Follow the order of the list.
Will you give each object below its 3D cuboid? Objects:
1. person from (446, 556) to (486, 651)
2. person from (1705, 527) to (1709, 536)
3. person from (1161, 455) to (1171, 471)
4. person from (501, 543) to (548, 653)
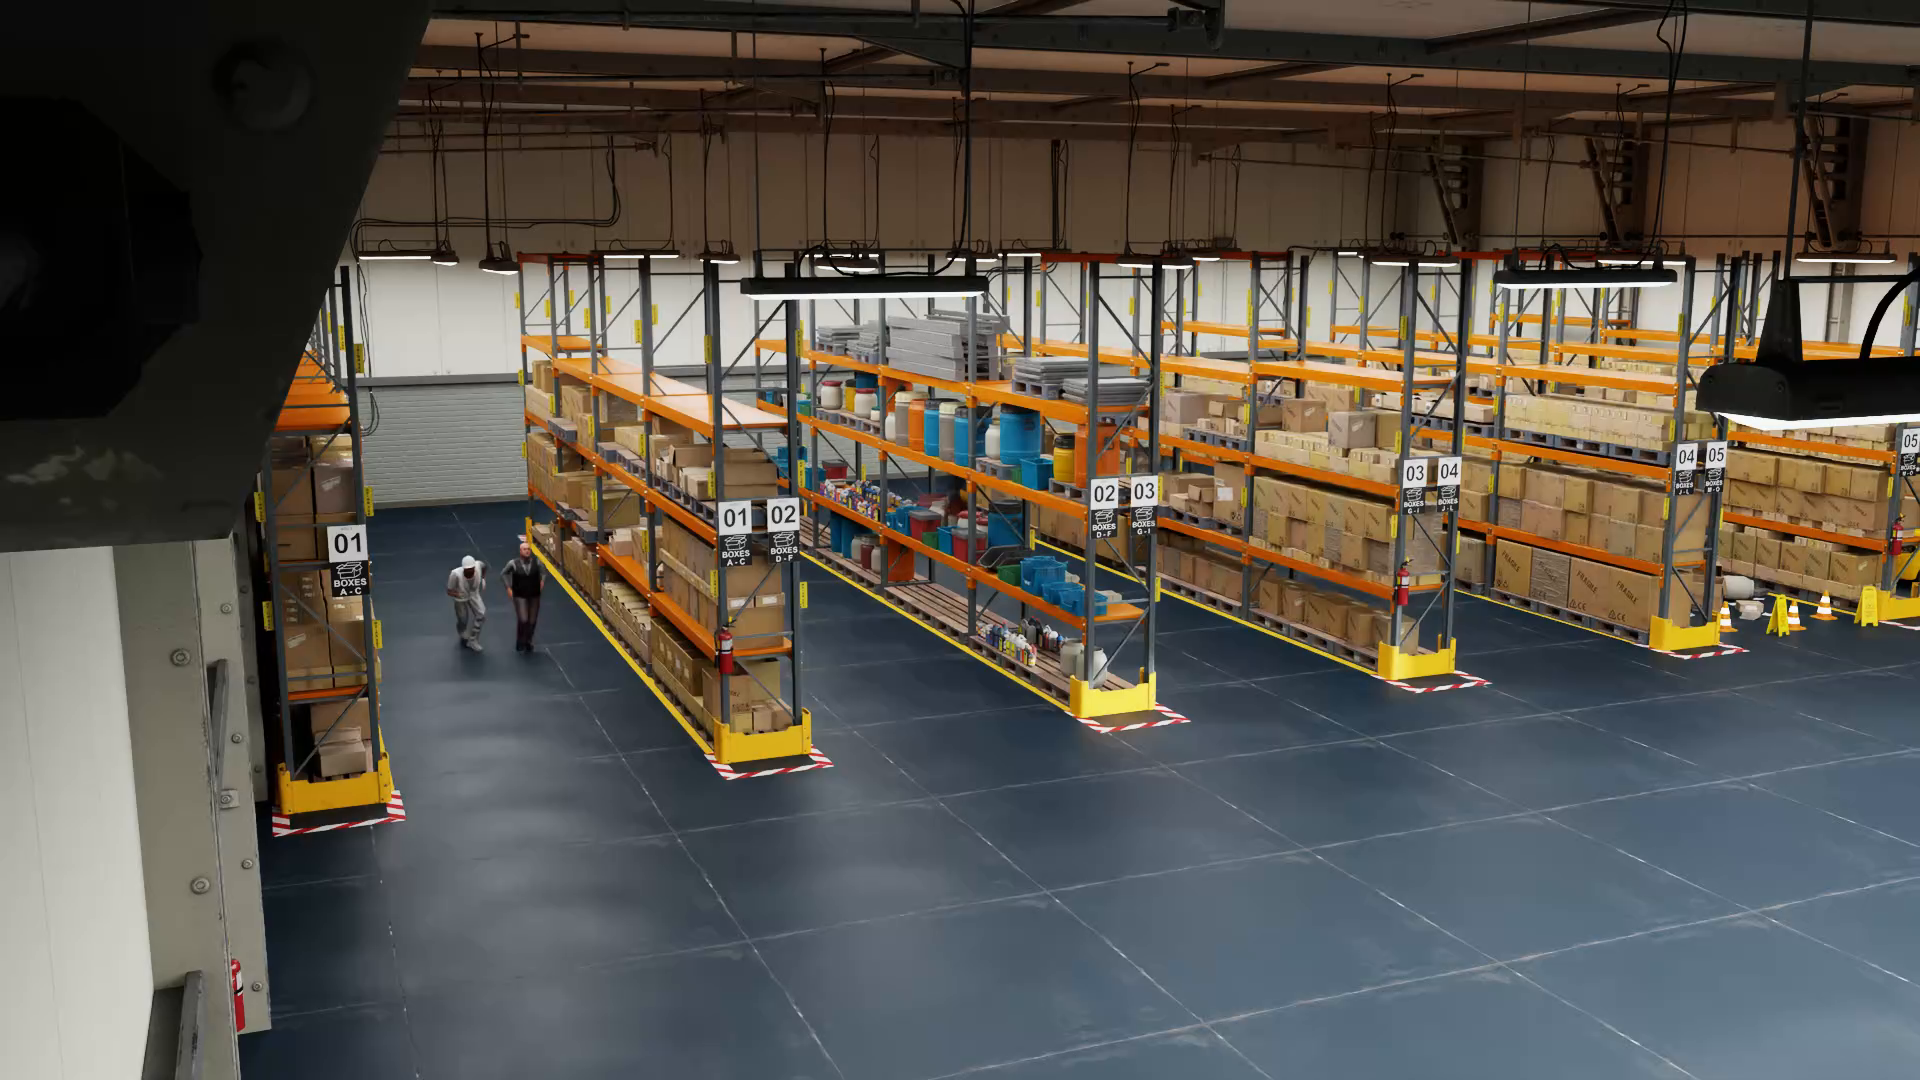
[{"bbox_3d":[-7.660,0.922,25.754,0.708,1.526,1.172,-7,12,-34],"label":"person"},{"bbox_3d":[15.210,-0.751,34.440,0.607,1.665,0.870,-5,12,-25],"label":"person"},{"bbox_3d":[5.069,-2.087,41.510,0.782,1.819,0.697,-6,12,-28],"label":"person"},{"bbox_3d":[-6.633,0.887,25.475,0.674,1.707,0.660,-5,12,-27],"label":"person"}]
